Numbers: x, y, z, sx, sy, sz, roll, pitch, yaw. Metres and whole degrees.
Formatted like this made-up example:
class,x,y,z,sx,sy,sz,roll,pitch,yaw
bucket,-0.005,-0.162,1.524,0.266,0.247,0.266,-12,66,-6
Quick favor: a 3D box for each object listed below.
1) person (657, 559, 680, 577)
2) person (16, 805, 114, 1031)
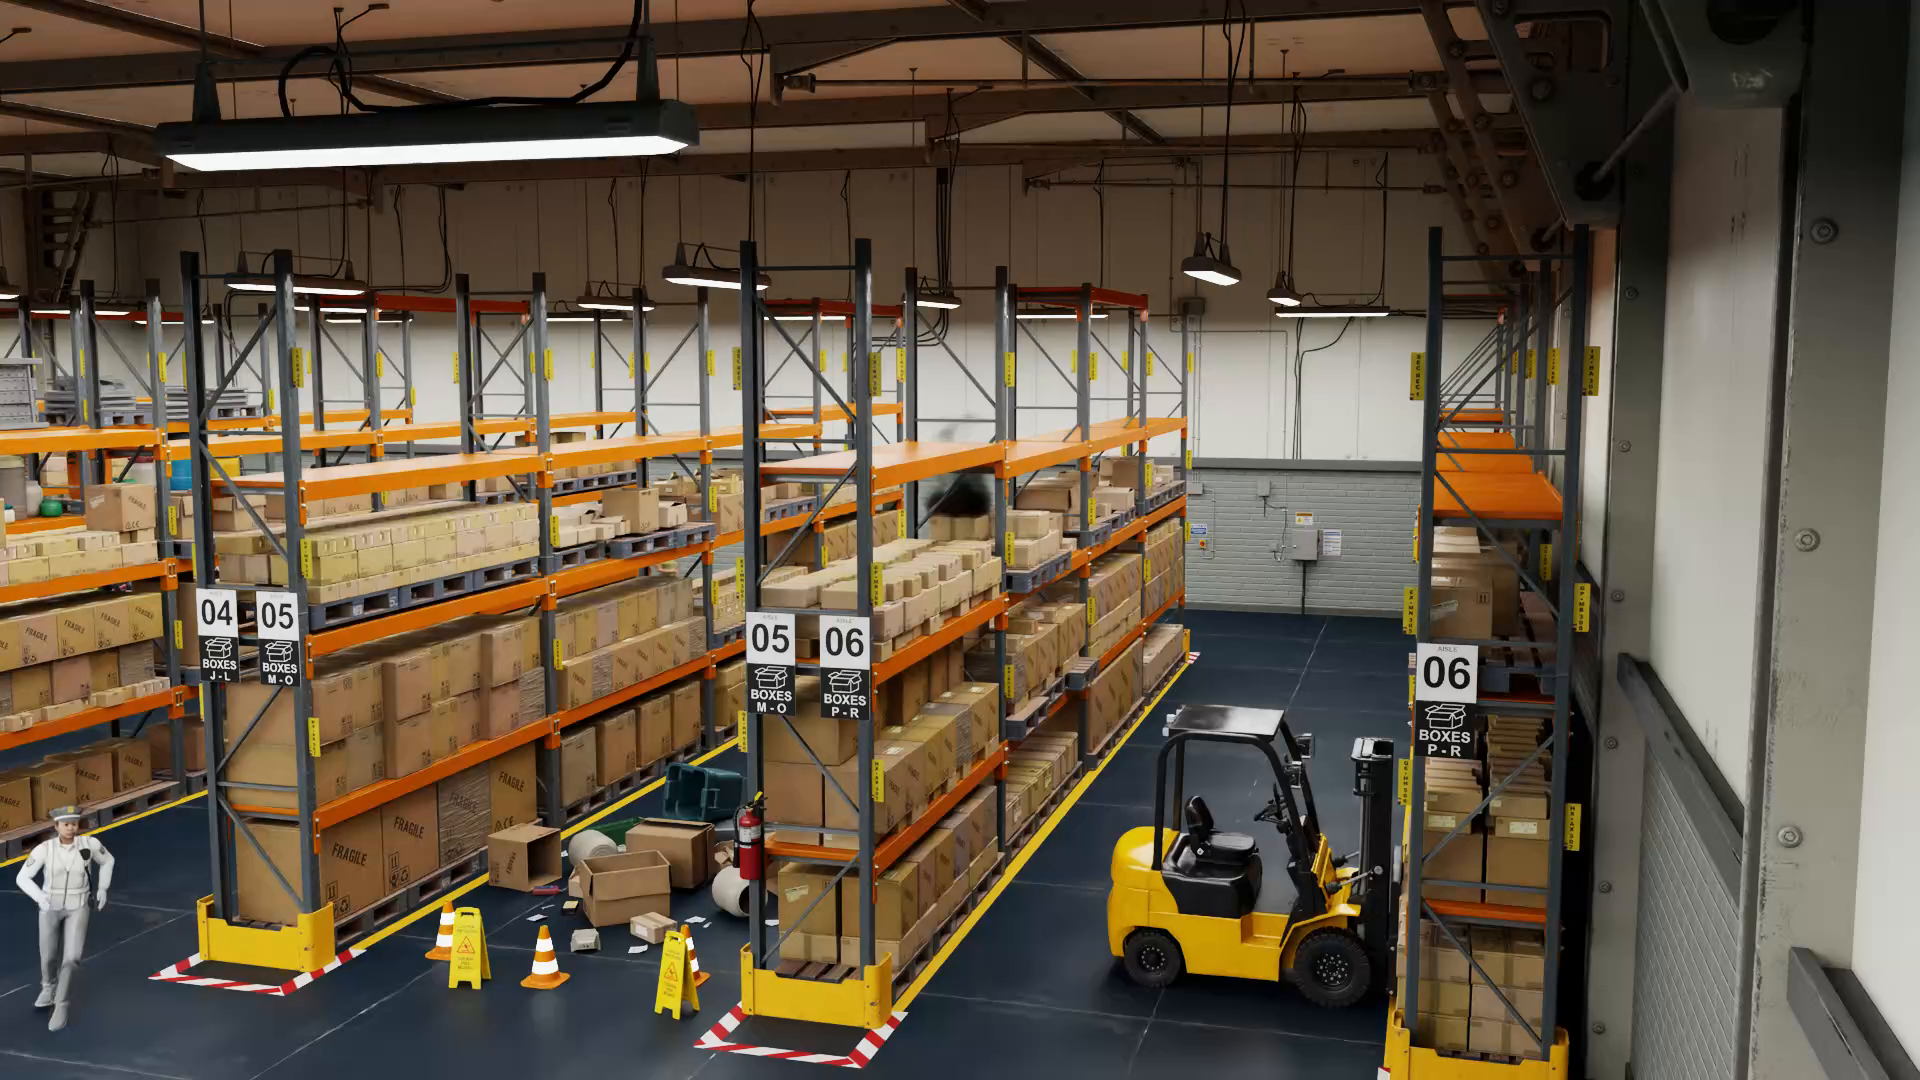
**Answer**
class,x,y,z,sx,sy,sz,roll,pitch,yaw
person,-5.492,0.799,31.603,0.888,1.664,0.579,6,9,42
person,-6.978,2.892,13.004,0.661,1.708,0.675,-3,7,-23
